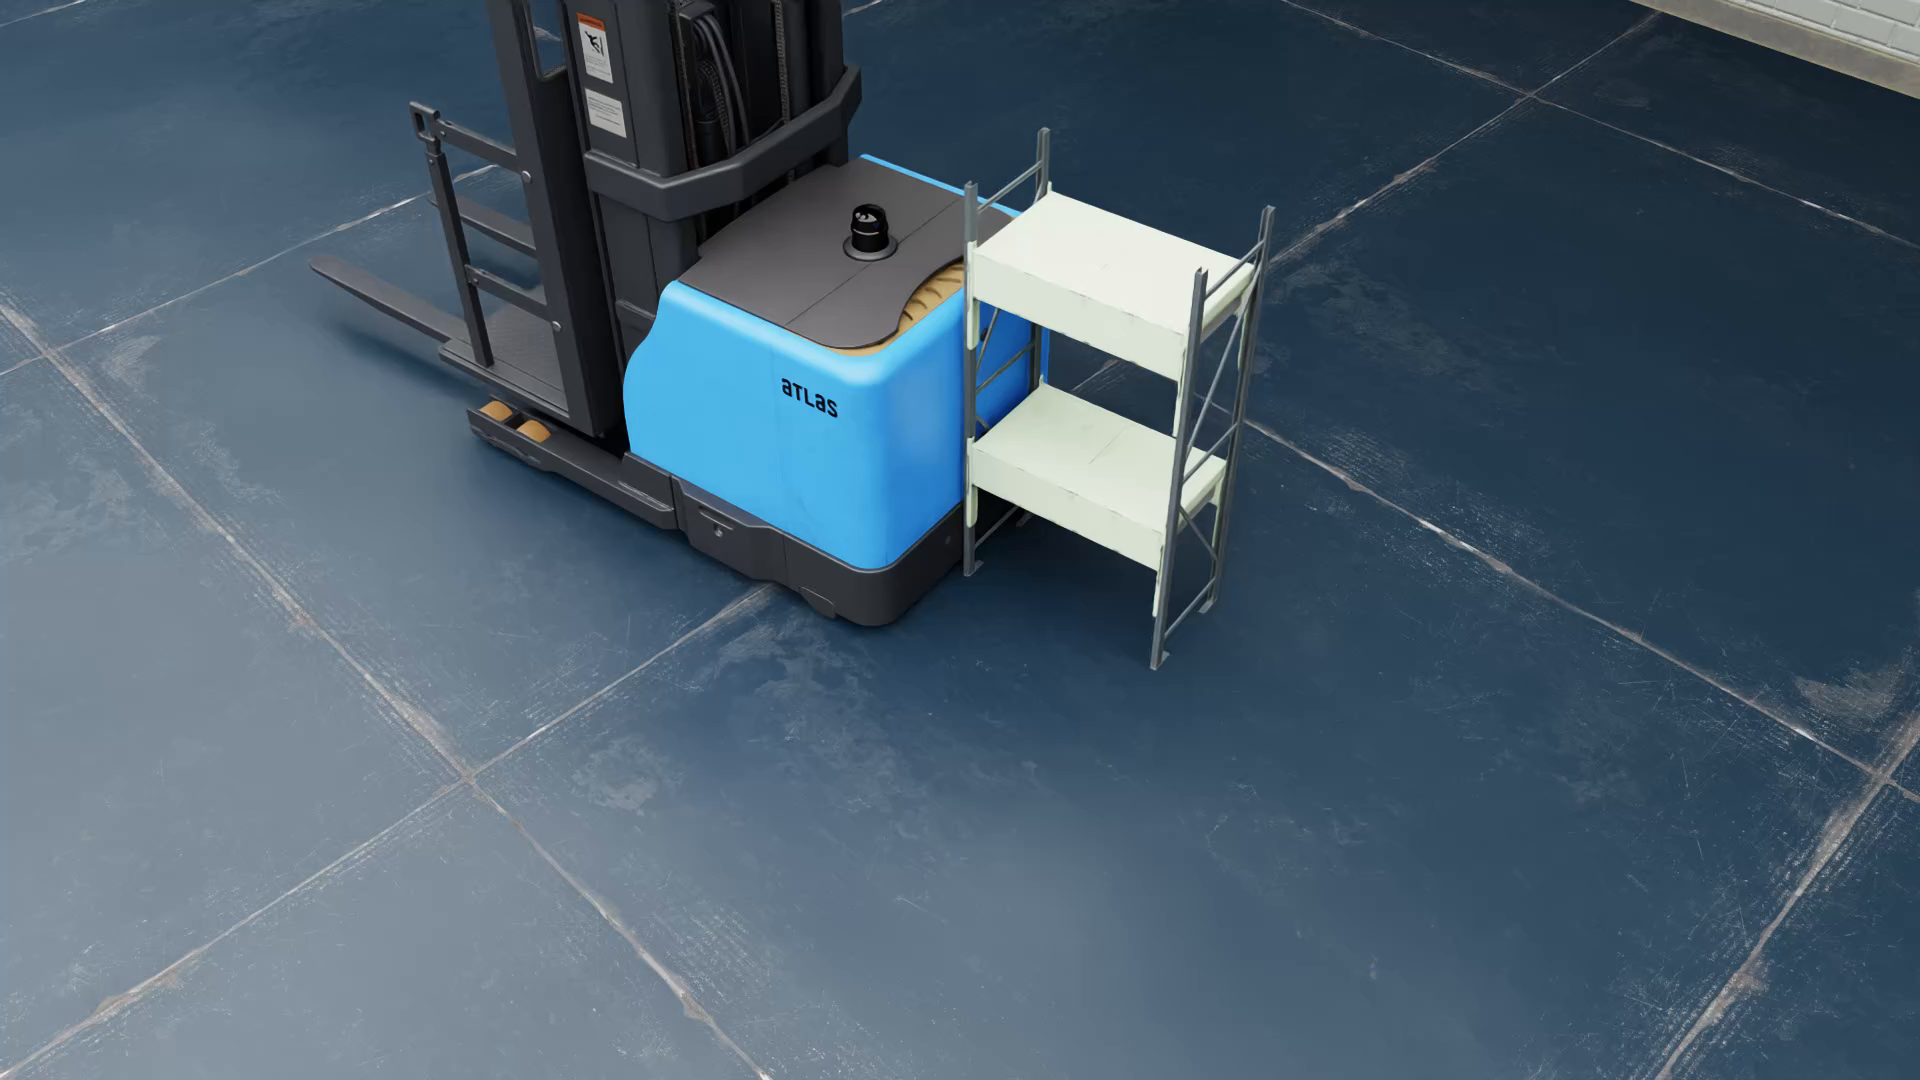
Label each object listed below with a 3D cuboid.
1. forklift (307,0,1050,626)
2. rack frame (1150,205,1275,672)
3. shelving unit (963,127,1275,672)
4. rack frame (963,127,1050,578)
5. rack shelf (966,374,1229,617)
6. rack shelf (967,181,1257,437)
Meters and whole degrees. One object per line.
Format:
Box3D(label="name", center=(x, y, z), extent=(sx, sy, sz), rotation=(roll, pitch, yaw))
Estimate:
Box3D(label="forklift", center=(-1.179, -1.606, 5.329), extent=(3.031, 2.935, 1.130), rotation=(26, 49, 25))
Box3D(label="rack frame", center=(0.731, -0.246, 4.911), extent=(0.023, 1.500, 0.400), rotation=(26, 49, 25))
Box3D(label="shelving unit", center=(0.434, -0.391, 5.068), extent=(0.755, 1.500, 0.431), rotation=(26, 49, 25))
Box3D(label="rack frame", center=(0.137, -0.537, 5.226), extent=(0.023, 1.500, 0.400), rotation=(26, 49, 25))
Box3D(label="rack shelf", center=(0.434, -0.152, 5.290), extent=(0.720, 0.370, 0.431), rotation=(26, 49, 25))
Box3D(label="rack shelf", center=(0.434, -0.678, 4.804), extent=(0.720, 0.370, 0.431), rotation=(26, 49, 25))
